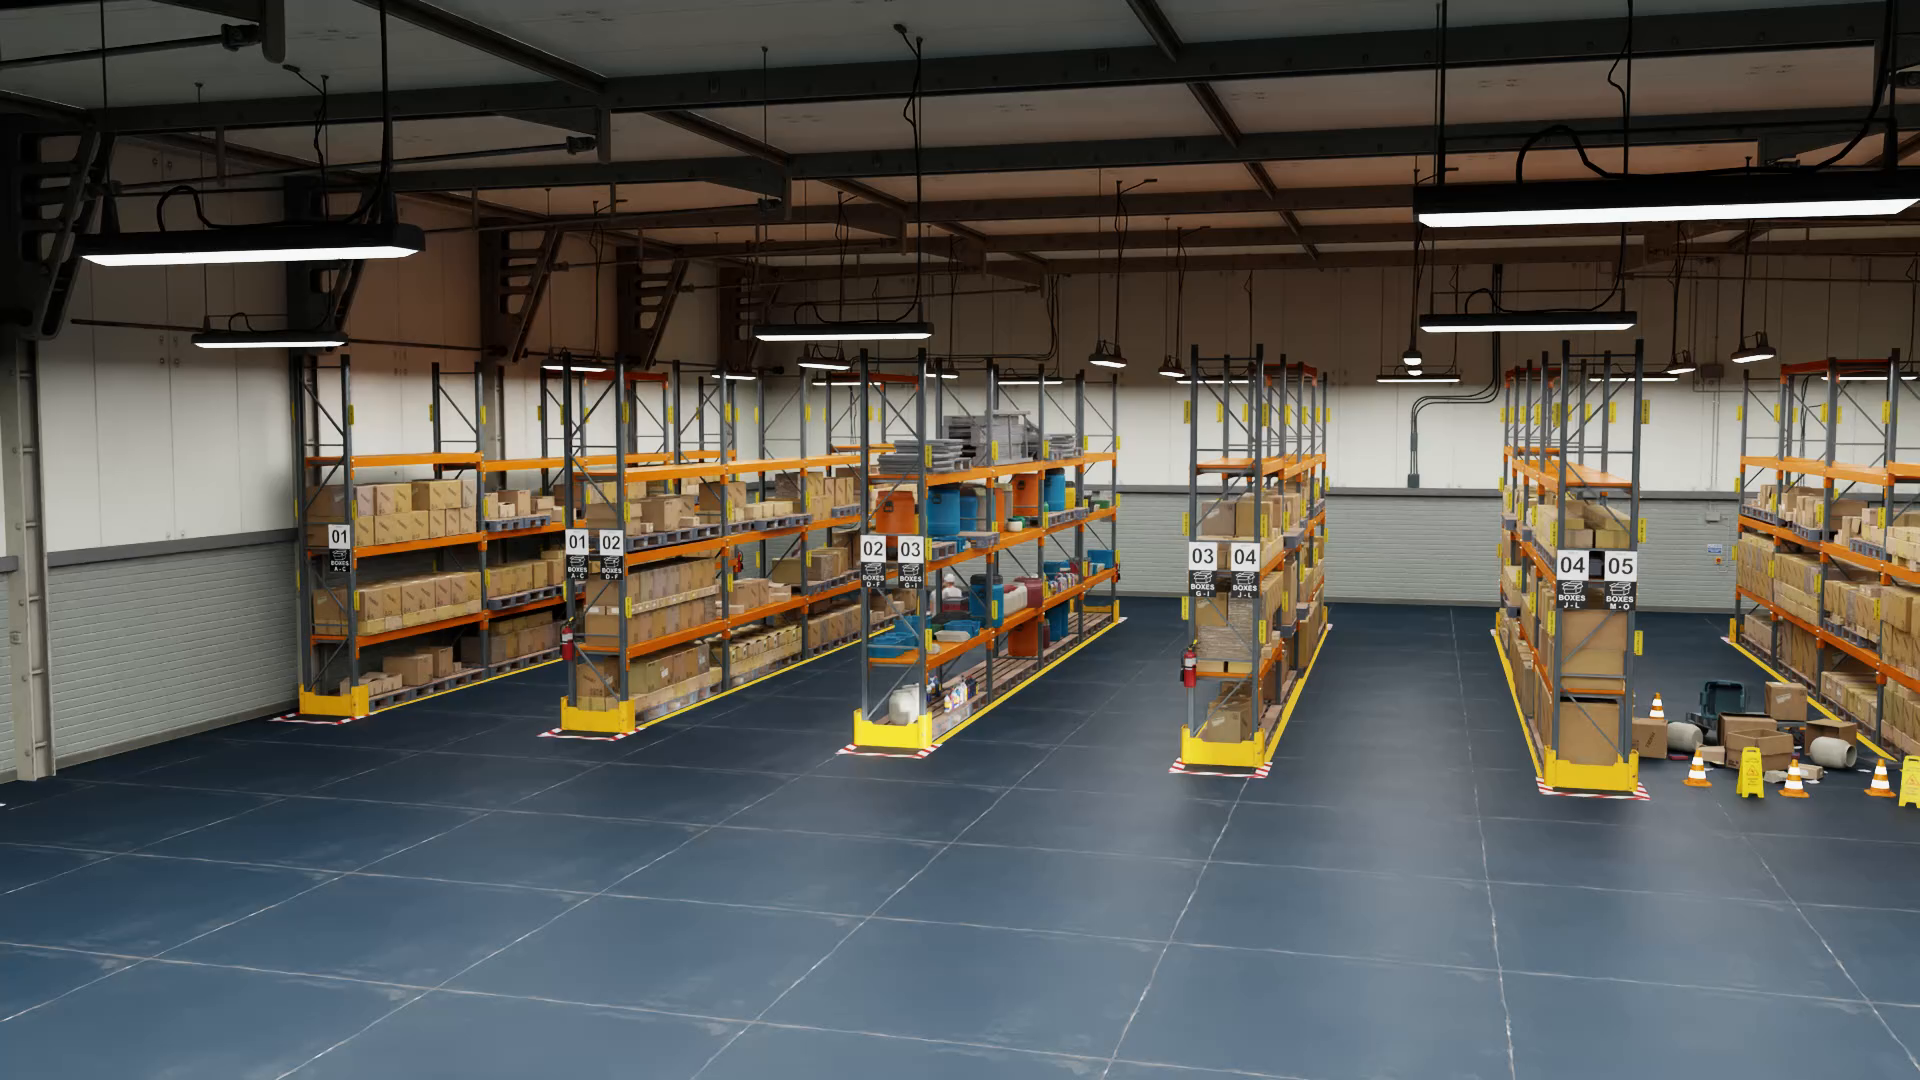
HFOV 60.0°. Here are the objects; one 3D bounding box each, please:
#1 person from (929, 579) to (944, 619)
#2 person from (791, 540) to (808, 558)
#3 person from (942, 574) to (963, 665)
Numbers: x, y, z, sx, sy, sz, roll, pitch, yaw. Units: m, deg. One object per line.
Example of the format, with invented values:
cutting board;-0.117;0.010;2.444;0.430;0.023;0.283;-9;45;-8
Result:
person;-0.422;1.588;34.556;0.488;1.610;1.058;1;4;12
person;-4.199;0.843;43.676;0.586;1.713;1.141;1;5;19
person;-0.181;1.530;32.153;0.604;1.760;0.538;-3;5;-38
